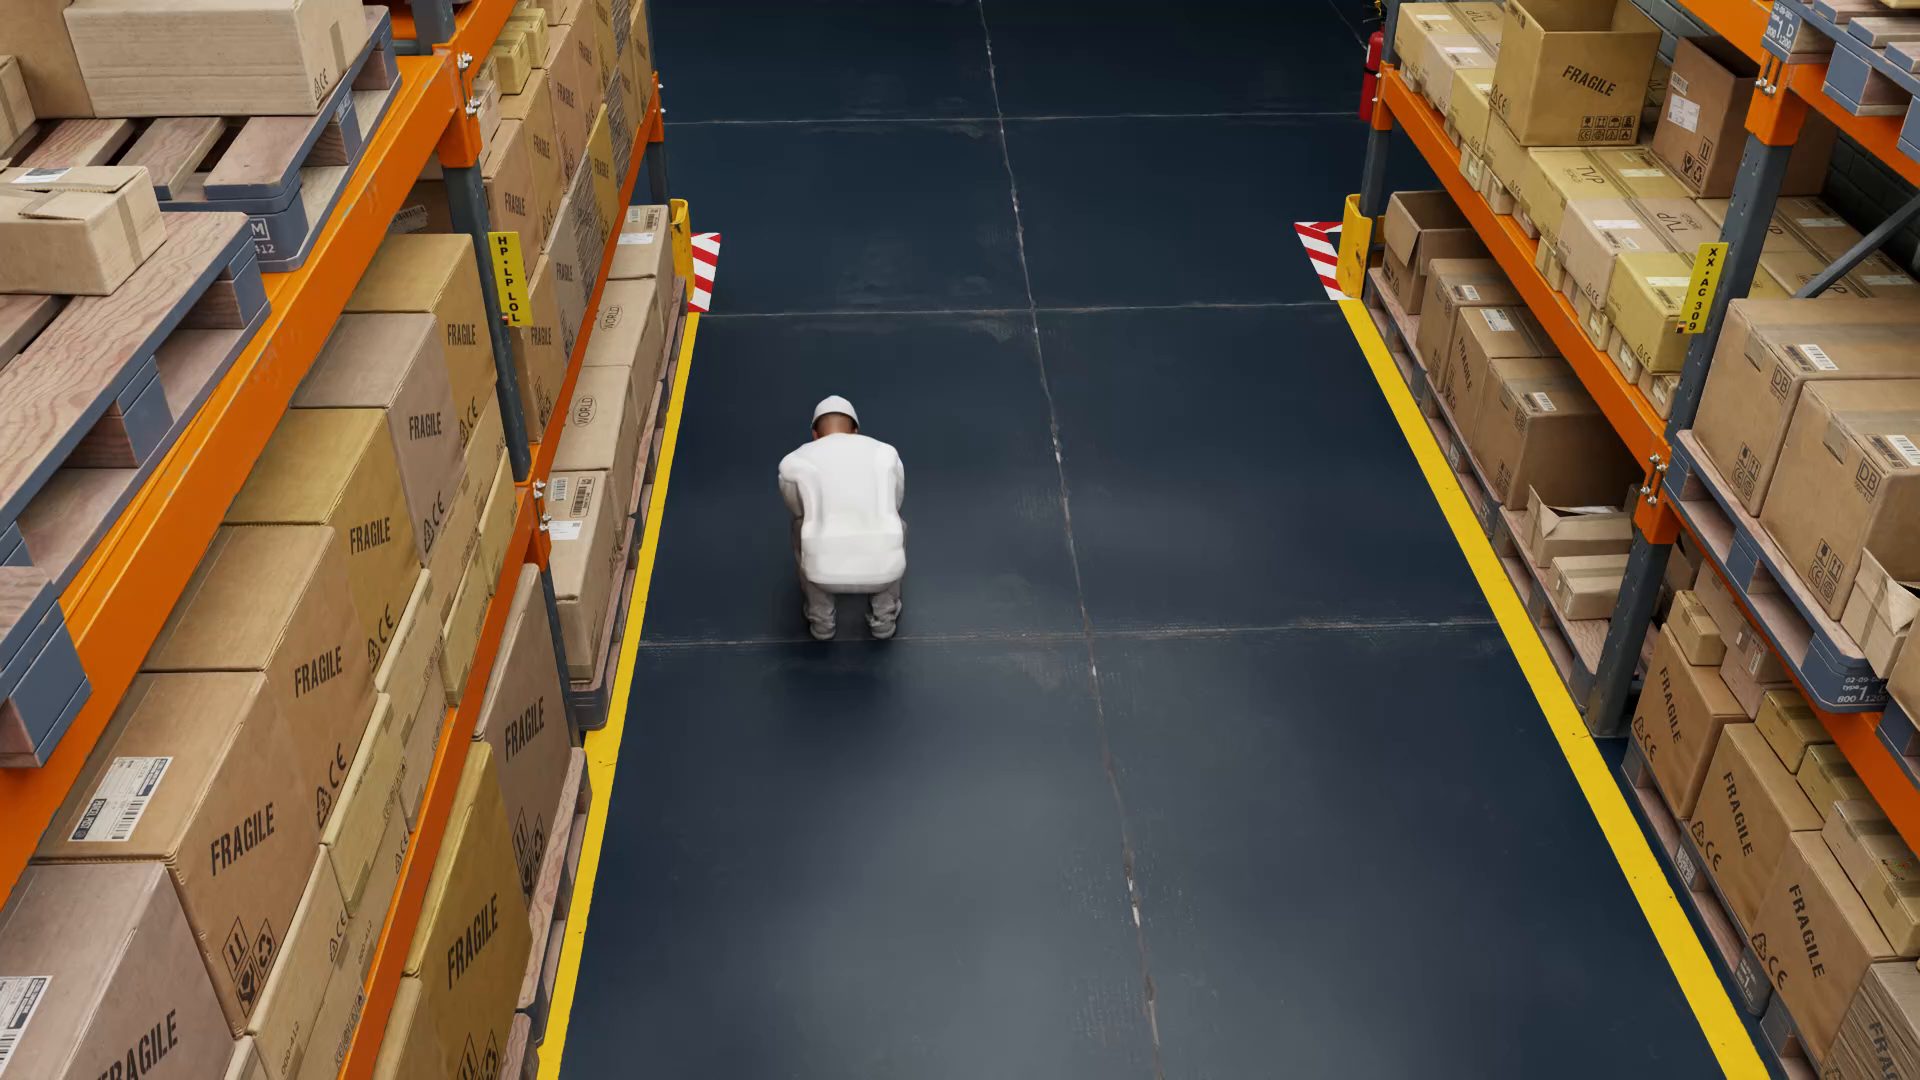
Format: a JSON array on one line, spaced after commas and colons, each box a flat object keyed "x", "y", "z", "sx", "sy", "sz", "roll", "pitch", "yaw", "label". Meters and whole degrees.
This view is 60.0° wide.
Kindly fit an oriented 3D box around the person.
[{"x": -0.494, "y": -0.040, "z": 7.103, "sx": 0.542, "sy": 0.896, "sz": 0.928, "roll": -2, "pitch": 35, "yaw": -3, "label": "person"}]
